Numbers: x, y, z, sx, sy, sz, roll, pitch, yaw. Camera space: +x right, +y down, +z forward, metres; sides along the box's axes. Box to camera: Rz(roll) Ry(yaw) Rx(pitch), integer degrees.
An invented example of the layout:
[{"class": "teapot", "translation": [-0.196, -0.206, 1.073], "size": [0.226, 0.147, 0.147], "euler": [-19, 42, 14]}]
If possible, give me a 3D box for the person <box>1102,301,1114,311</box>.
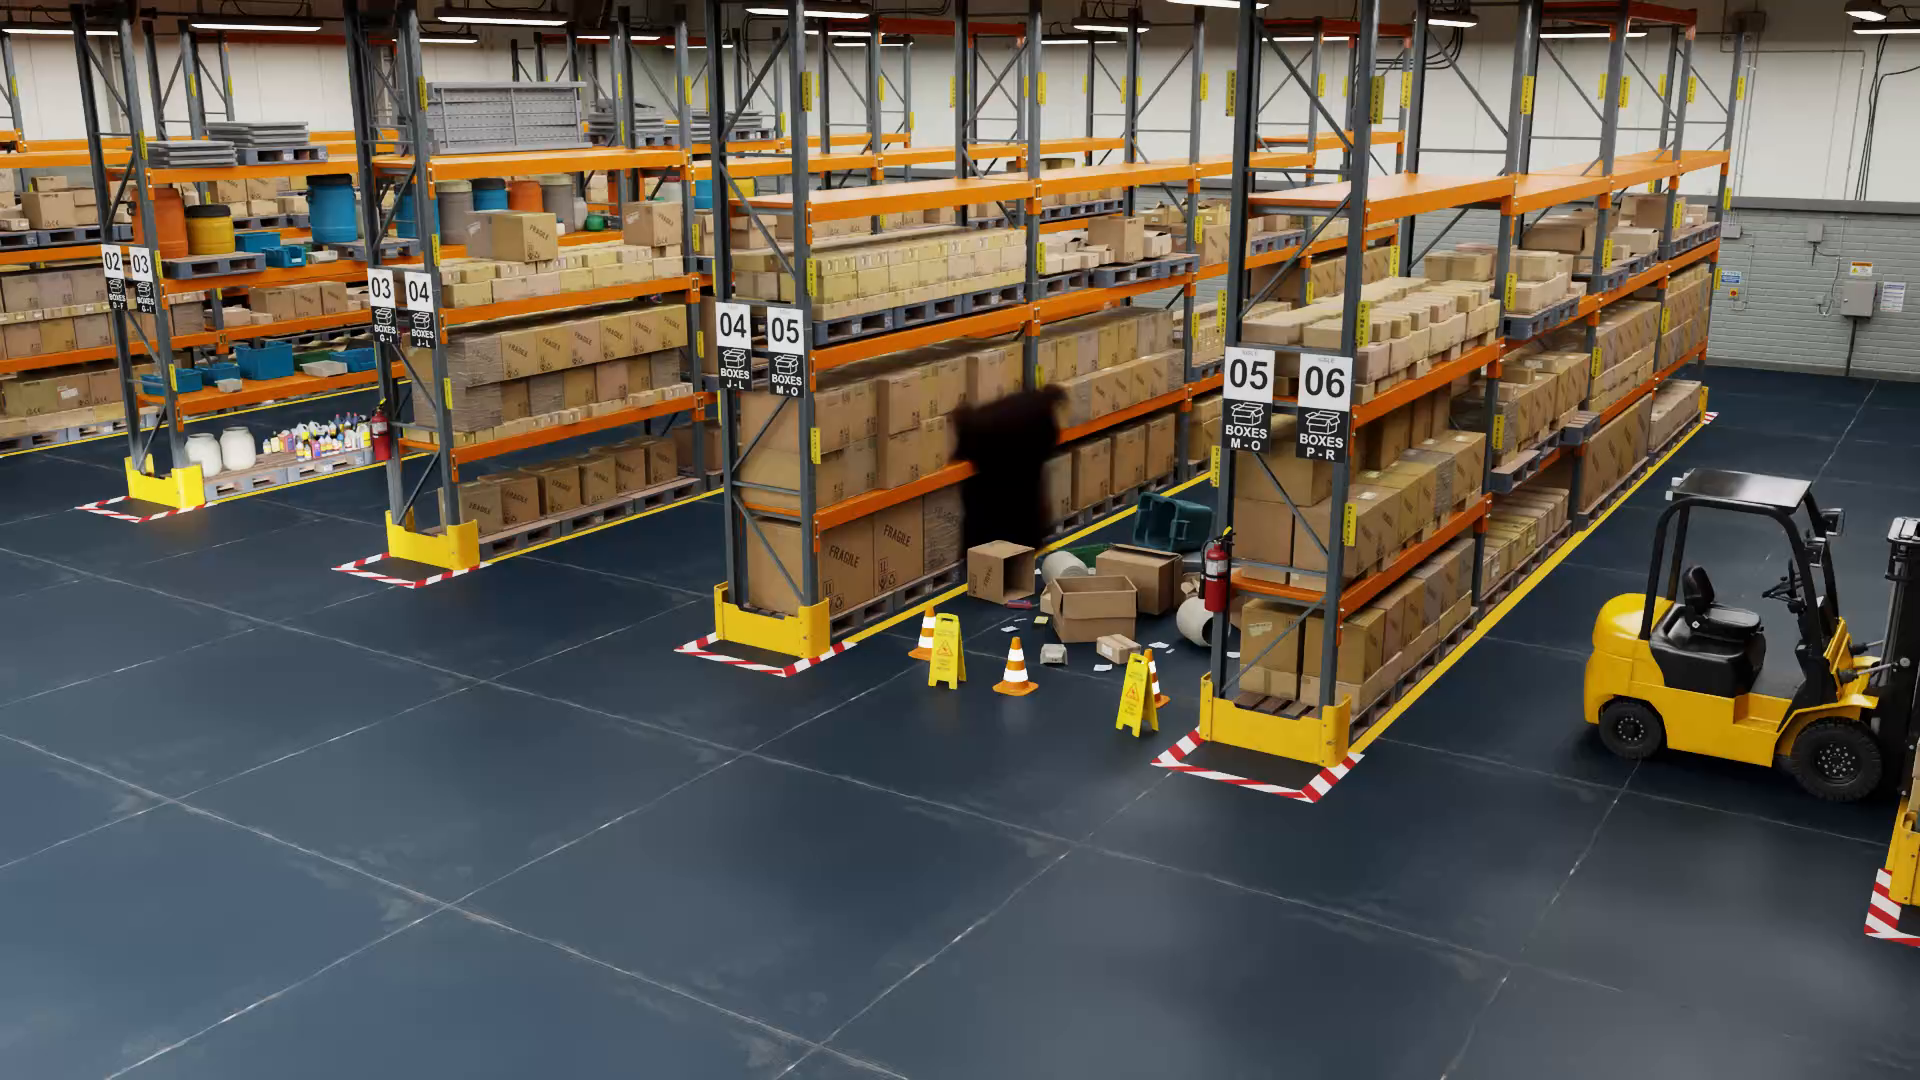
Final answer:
[{"class": "person", "translation": [2.482, -3.297, 27.991], "size": [0.524, 1.616, 1.039], "euler": [9, 18, 29]}]
